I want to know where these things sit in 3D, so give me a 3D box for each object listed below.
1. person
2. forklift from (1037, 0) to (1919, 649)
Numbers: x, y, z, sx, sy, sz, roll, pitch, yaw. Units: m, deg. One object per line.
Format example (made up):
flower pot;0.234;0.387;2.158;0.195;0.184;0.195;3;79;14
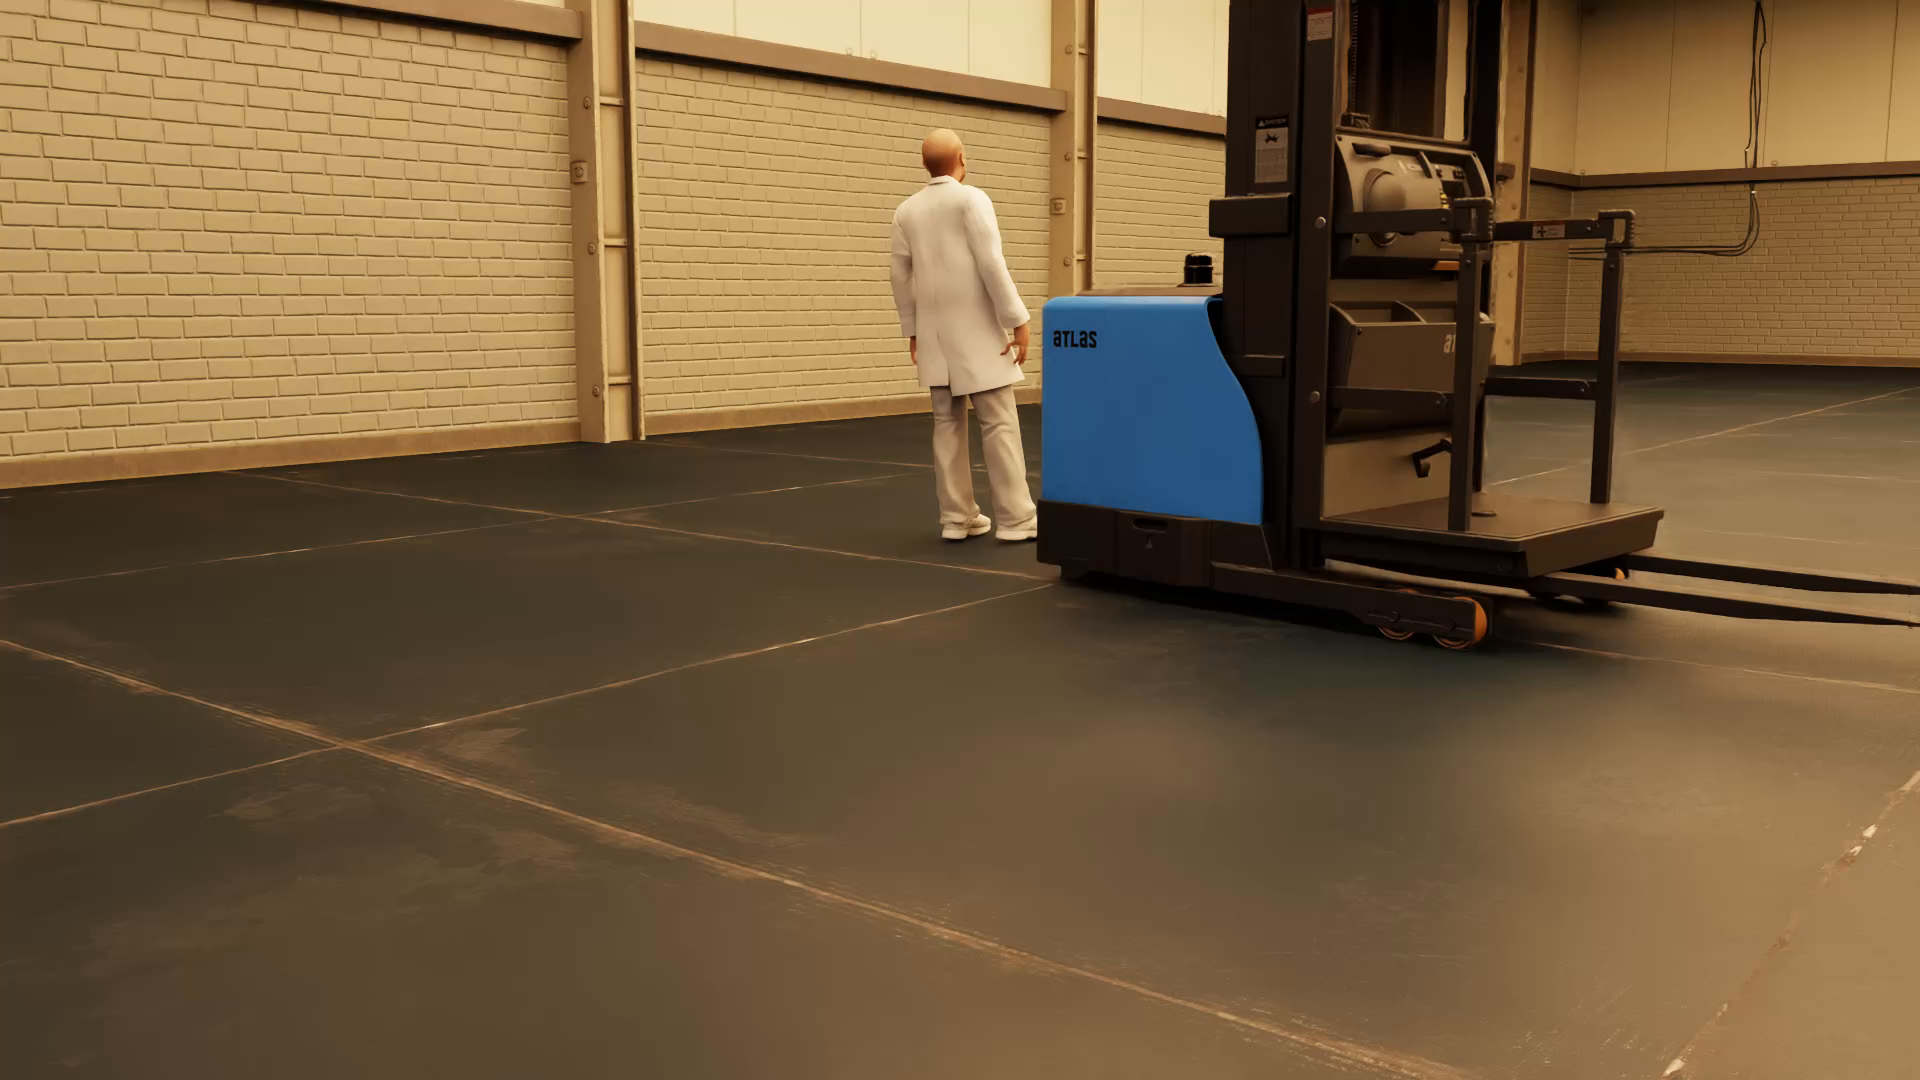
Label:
person;0.060;-0.896;7.342;0.696;1.775;0.581;7;11;38
forklift;1.691;-1.198;5.469;3.031;2.935;1.130;8;12;44
